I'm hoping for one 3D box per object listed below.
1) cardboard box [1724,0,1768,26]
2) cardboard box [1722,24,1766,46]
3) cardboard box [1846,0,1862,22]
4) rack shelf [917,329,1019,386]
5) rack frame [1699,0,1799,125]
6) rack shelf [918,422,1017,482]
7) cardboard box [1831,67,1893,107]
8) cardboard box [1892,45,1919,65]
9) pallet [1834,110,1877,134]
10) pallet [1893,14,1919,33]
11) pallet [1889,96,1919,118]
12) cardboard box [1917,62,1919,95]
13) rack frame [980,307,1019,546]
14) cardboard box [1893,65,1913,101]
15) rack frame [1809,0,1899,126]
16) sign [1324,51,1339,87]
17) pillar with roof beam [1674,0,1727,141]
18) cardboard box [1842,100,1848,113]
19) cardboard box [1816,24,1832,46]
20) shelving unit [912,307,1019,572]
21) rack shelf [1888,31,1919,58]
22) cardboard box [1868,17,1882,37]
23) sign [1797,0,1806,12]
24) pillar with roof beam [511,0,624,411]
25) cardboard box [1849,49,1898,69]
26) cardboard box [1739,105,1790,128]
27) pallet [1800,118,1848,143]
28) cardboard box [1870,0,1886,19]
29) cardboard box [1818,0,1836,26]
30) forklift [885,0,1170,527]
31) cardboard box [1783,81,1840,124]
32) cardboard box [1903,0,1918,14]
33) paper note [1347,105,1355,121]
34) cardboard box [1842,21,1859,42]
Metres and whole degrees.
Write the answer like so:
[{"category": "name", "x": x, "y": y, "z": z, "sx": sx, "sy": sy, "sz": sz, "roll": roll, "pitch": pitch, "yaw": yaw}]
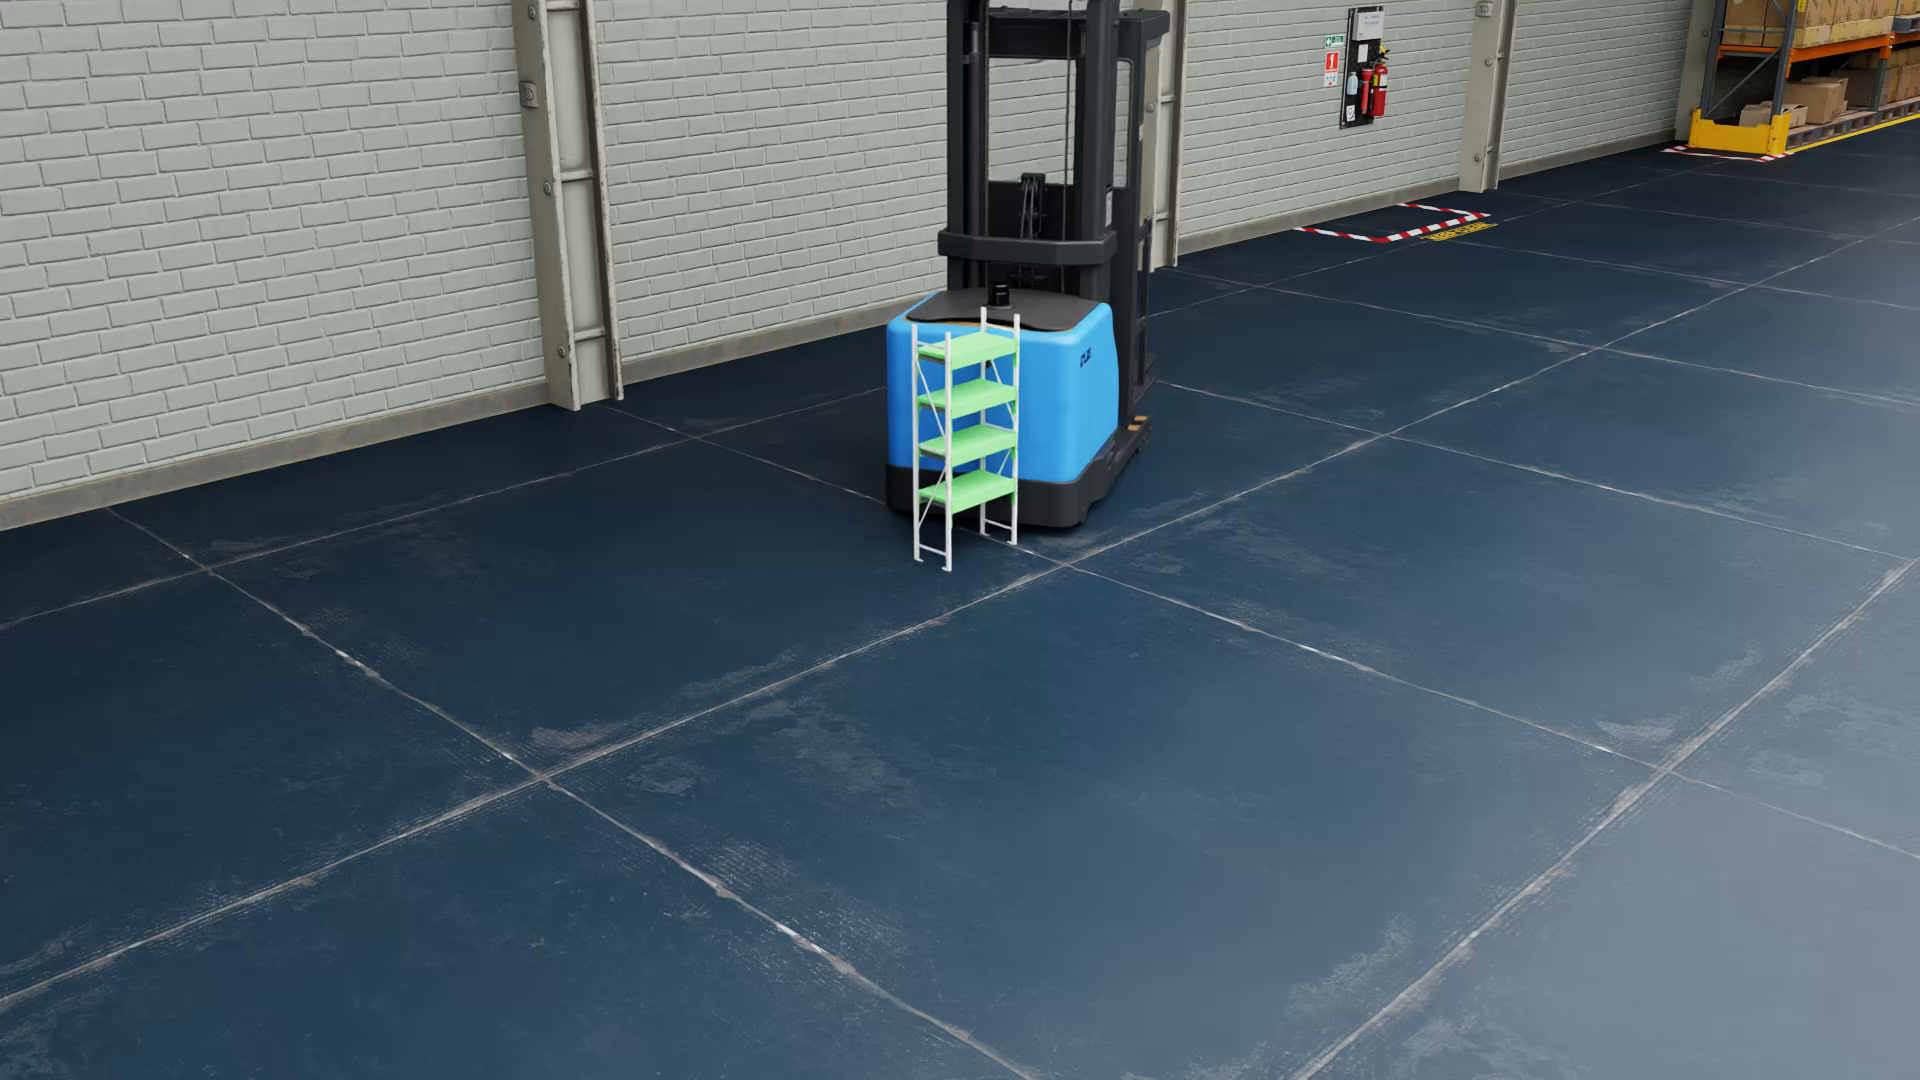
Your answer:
[{"category": "cardboard box", "x": 10.397, "y": -7.018, "z": 21.787, "sx": 0.500, "sy": 0.500, "sz": 0.500, "roll": 19, "pitch": 28, "yaw": 40}, {"category": "cardboard box", "x": 10.407, "y": -6.662, "z": 21.907, "sx": 0.500, "sy": 0.250, "sz": 0.500, "roll": -20, "pitch": 28, "yaw": -41}, {"category": "cardboard box", "x": 11.837, "y": -7.282, "z": 22.476, "sx": 0.500, "sy": 0.500, "sz": 0.500, "roll": -19, "pitch": 28, "yaw": -40}, {"category": "rack shelf", "x": 0.029, "y": -0.886, "z": 8.049, "sx": 0.258, "sy": 0.148, "sz": 0.480, "roll": 19, "pitch": 28, "yaw": 40}, {"category": "rack frame", "x": 10.220, "y": -6.554, "z": 21.445, "sx": 1.000, "sy": 3.000, "sz": 0.127, "roll": 19, "pitch": 28, "yaw": 41}, {"category": "rack shelf", "x": 0.029, "y": -0.438, "z": 8.221, "sx": 0.258, "sy": 0.148, "sz": 0.480, "roll": 19, "pitch": 28, "yaw": 40}, {"category": "cardboard box", "x": 13.512, "y": -6.814, "z": 24.993, "sx": 0.500, "sy": 0.500, "sz": 0.700, "roll": -19, "pitch": 28, "yaw": -40}, {"category": "cardboard box", "x": 14.538, "y": -7.536, "z": 25.827, "sx": 0.500, "sy": 0.250, "sz": 0.500, "roll": 19, "pitch": 28, "yaw": 40}, {"category": "pallet", "x": 12.567, "y": -6.099, "z": 24.148, "sx": 1.003, "sy": 0.211, "sz": 1.213, "roll": 19, "pitch": 28, "yaw": 41}, {"category": "pallet", "x": 13.648, "y": -7.653, "z": 24.571, "sx": 1.003, "sy": 0.211, "sz": 1.213, "roll": 19, "pitch": 28, "yaw": 41}, {"category": "pallet", "x": 14.404, "y": -6.796, "z": 25.962, "sx": 1.003, "sy": 0.211, "sz": 1.213, "roll": 19, "pitch": 28, "yaw": 41}, {"category": "cardboard box", "x": 14.893, "y": -7.347, "z": 26.381, "sx": 0.700, "sy": 0.500, "sz": 0.500, "roll": 19, "pitch": 28, "yaw": 41}, {"category": "rack frame", "x": 0.196, "y": -0.562, "z": 8.364, "sx": 0.240, "sy": 1.200, "sz": 0.015, "roll": 19, "pitch": 28, "yaw": 40}, {"category": "cardboard box", "x": 14.222, "y": -7.080, "z": 25.686, "sx": 0.700, "sy": 0.500, "sz": 0.500, "roll": 20, "pitch": 28, "yaw": 41}, {"category": "rack frame", "x": 13.011, "y": -7.582, "z": 24.120, "sx": 1.000, "sy": 3.000, "sz": 0.127, "roll": 19, "pitch": 28, "yaw": 41}, {"category": "sign", "x": 3.692, "y": -4.683, "z": 16.527, "sx": 0.001, "sy": 0.329, "sz": 0.234, "roll": 19, "pitch": 28, "yaw": 41}, {"category": "pillar with roof beam", "x": 13.173, "y": -8.673, "z": 18.597, "sx": 9.100, "sy": 9.000, "sz": 0.400, "roll": 19, "pitch": 28, "yaw": 41}, {"category": "cardboard box", "x": 12.659, "y": -6.320, "z": 24.172, "sx": 0.380, "sy": 0.166, "sz": 0.250, "roll": 15, "pitch": 26, "yaw": 34}, {"category": "cardboard box", "x": 11.140, "y": -6.676, "z": 21.944, "sx": 0.500, "sy": 0.250, "sz": 0.500, "roll": 18, "pitch": 28, "yaw": 39}, {"category": "shelving unit", "x": 0.029, "y": -0.498, "z": 8.198, "sx": 0.258, "sy": 1.200, "sz": 0.503, "roll": 19, "pitch": 28, "yaw": 40}, {"category": "rack shelf", "x": 14.406, "y": -7.760, "z": 25.587, "sx": 1.077, "sy": 0.370, "sz": 4.000, "roll": 19, "pitch": 28, "yaw": 41}, {"category": "cardboard box", "x": 12.544, "y": -7.198, "z": 23.301, "sx": 0.500, "sy": 0.250, "sz": 0.500, "roll": 19, "pitch": 28, "yaw": 41}, {"category": "sign", "x": 10.609, "y": -6.822, "z": 20.936, "sx": 0.100, "sy": 0.325, "sz": 0.005, "roll": 19, "pitch": 28, "yaw": 41}, {"category": "pillar with roof beam", "x": 0.616, "y": -4.046, "z": 6.559, "sx": 9.100, "sy": 9.000, "sz": 0.400, "roll": 19, "pitch": 28, "yaw": 41}, {"category": "cardboard box", "x": 13.817, "y": -7.278, "z": 25.155, "sx": 0.500, "sy": 0.250, "sz": 0.500, "roll": 19, "pitch": 28, "yaw": 40}, {"category": "cardboard box", "x": 10.767, "y": -5.659, "z": 22.253, "sx": 0.500, "sy": 0.311, "sz": 0.500, "roll": 15, "pitch": 26, "yaw": 35}, {"category": "pallet", "x": 11.716, "y": -5.784, "z": 23.328, "sx": 1.003, "sy": 0.211, "sz": 1.213, "roll": 19, "pitch": 28, "yaw": 41}, {"category": "cardboard box", "x": 12.558, "y": -7.543, "z": 23.154, "sx": 0.500, "sy": 0.500, "sz": 0.500, "roll": 19, "pitch": 28, "yaw": 40}, {"category": "cardboard box", "x": 11.120, "y": -7.015, "z": 21.781, "sx": 0.500, "sy": 0.500, "sz": 0.500, "roll": 19, "pitch": 28, "yaw": 41}, {"category": "forklift", "x": 0.540, "y": -1.930, "z": 9.510, "sx": 1.130, "sy": 2.935, "sz": 3.031, "roll": 7, "pitch": 22, "yaw": 16}, {"category": "cardboard box", "x": 11.713, "y": -6.070, "z": 23.058, "sx": 0.700, "sy": 0.500, "sz": 0.500, "roll": 17, "pitch": 27, "yaw": 37}, {"category": "cardboard box", "x": 13.785, "y": -8.098, "z": 24.710, "sx": 0.500, "sy": 0.500, "sz": 0.700, "roll": -17, "pitch": 27, "yaw": -37}, {"category": "paper note", "x": 3.979, "y": -4.343, "z": 16.920, "sx": 0.016, "sy": 0.148, "sz": 0.142, "roll": 19, "pitch": 28, "yaw": 41}, {"category": "cardboard box", "x": 11.854, "y": -6.935, "z": 22.618, "sx": 0.500, "sy": 0.250, "sz": 0.500, "roll": 20, "pitch": 28, "yaw": 41}]
